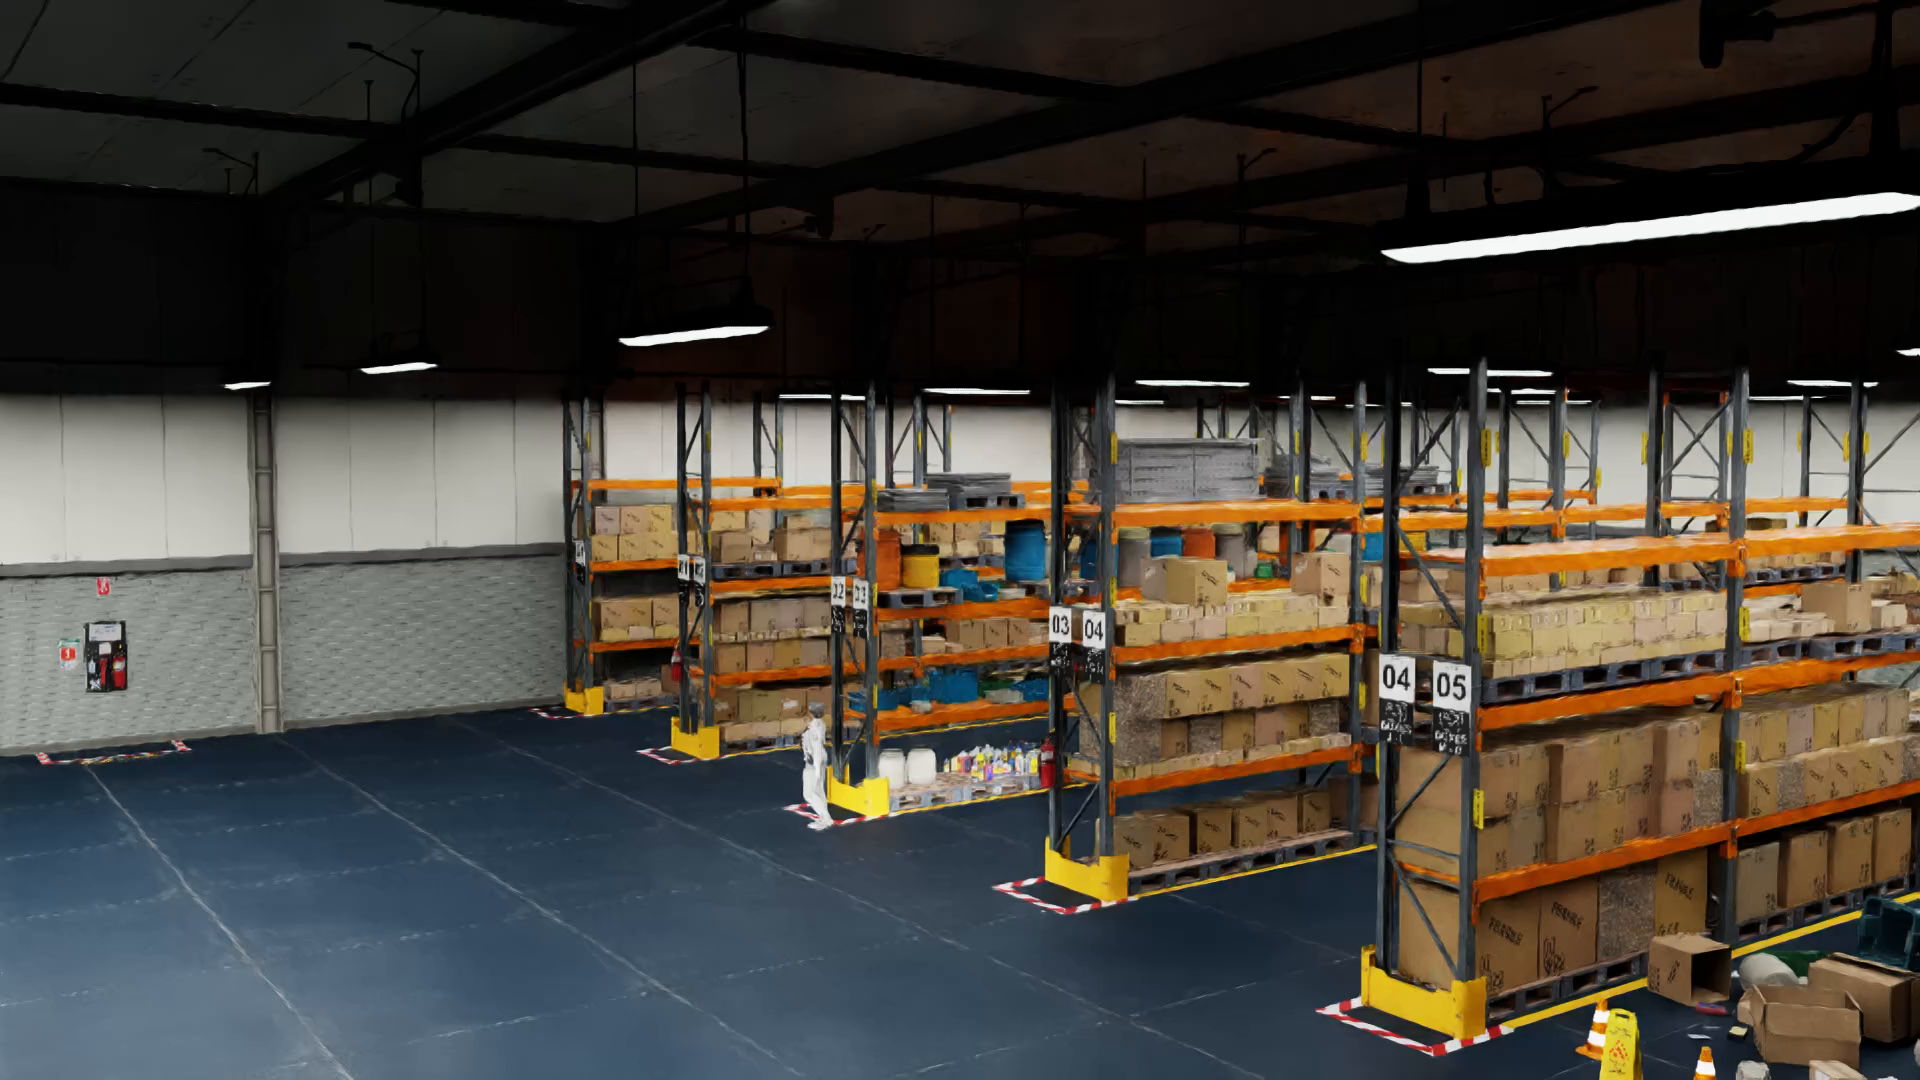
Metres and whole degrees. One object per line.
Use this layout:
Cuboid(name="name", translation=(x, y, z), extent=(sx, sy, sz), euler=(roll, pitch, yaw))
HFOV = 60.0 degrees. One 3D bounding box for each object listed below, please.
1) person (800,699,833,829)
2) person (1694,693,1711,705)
Cuboid(name="person", translation=(-1.849, 2.936, 21.714), extent=(0.450, 1.669, 0.602), euler=(1, 4, 11))
Cuboid(name="person", translation=(9.868, 2.846, 22.168), extent=(0.661, 1.762, 0.559), euler=(0, 4, -5))
